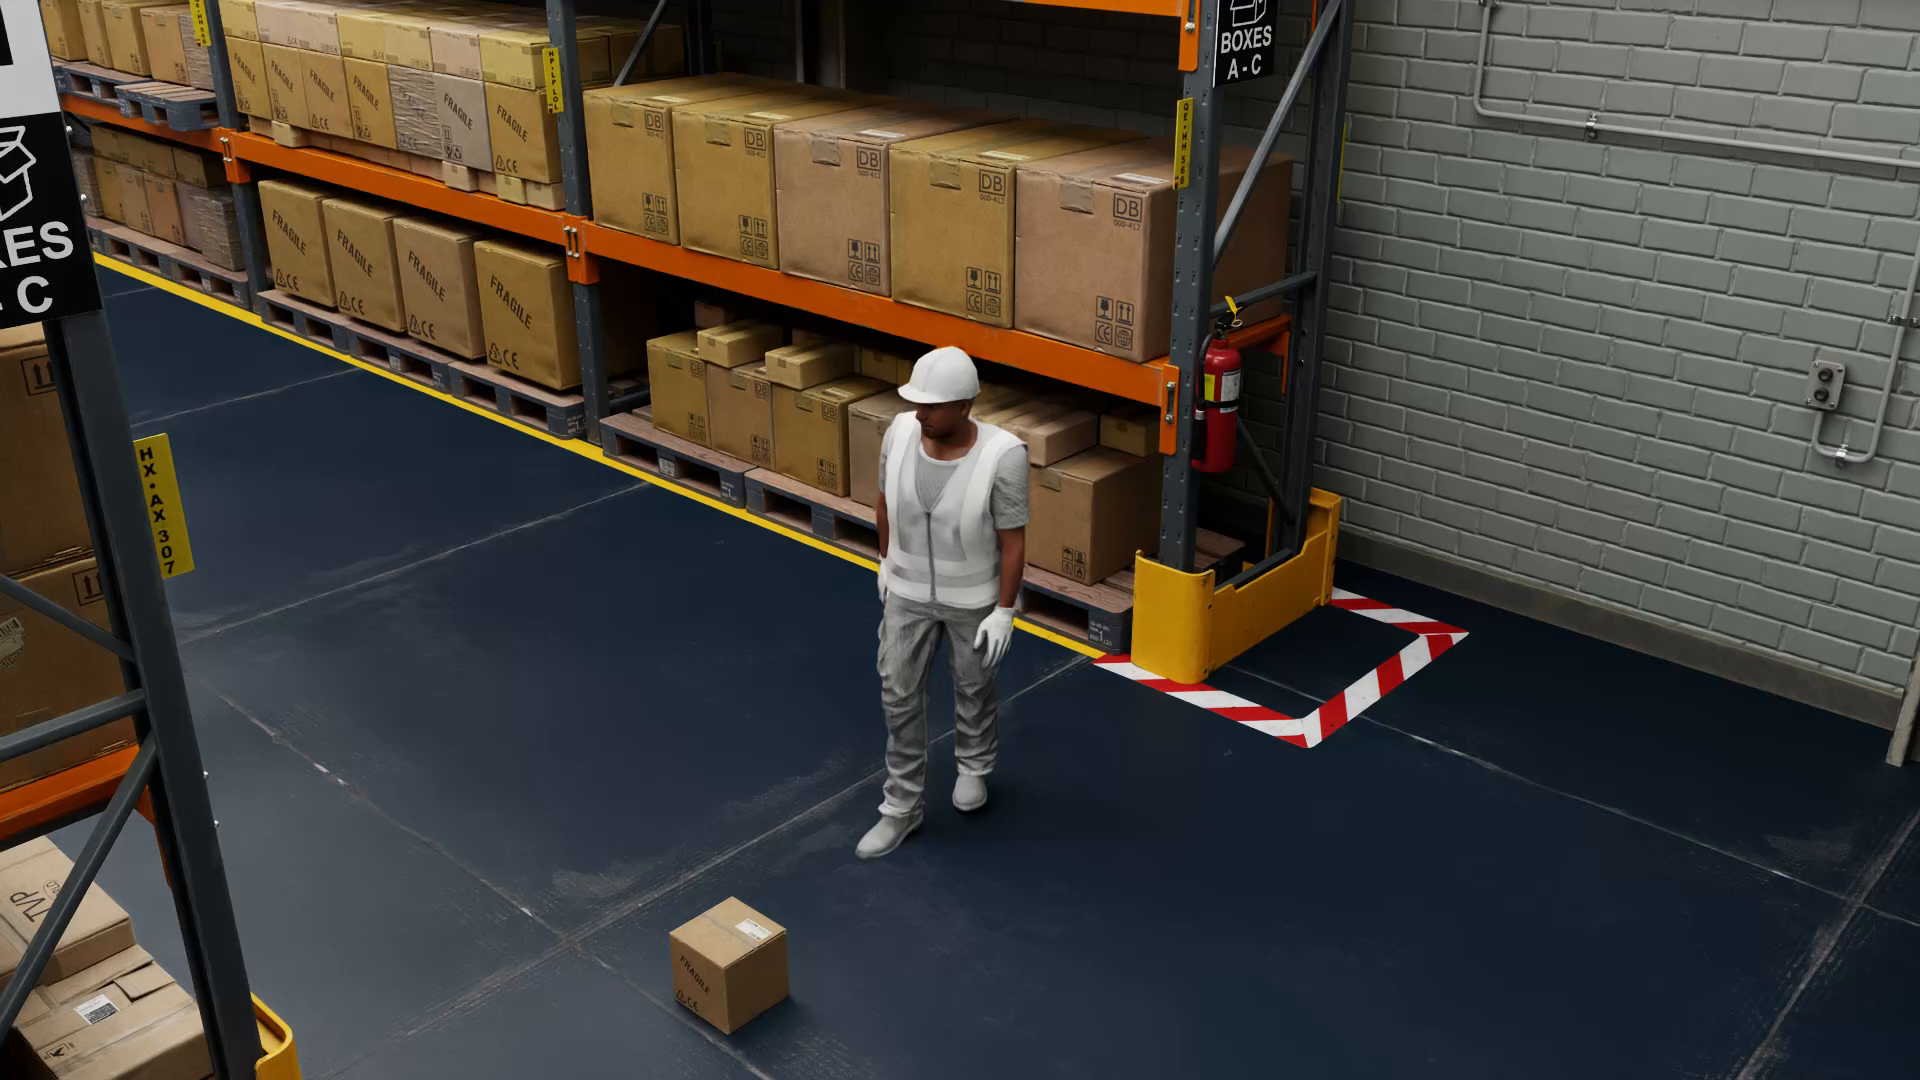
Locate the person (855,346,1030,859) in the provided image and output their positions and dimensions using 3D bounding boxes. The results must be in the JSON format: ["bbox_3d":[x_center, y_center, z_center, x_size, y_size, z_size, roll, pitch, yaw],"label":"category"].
[{"bbox_3d":[-0.045,0.200,5.627,0.575,1.809,0.612,7,25,15],"label":"person"}]
